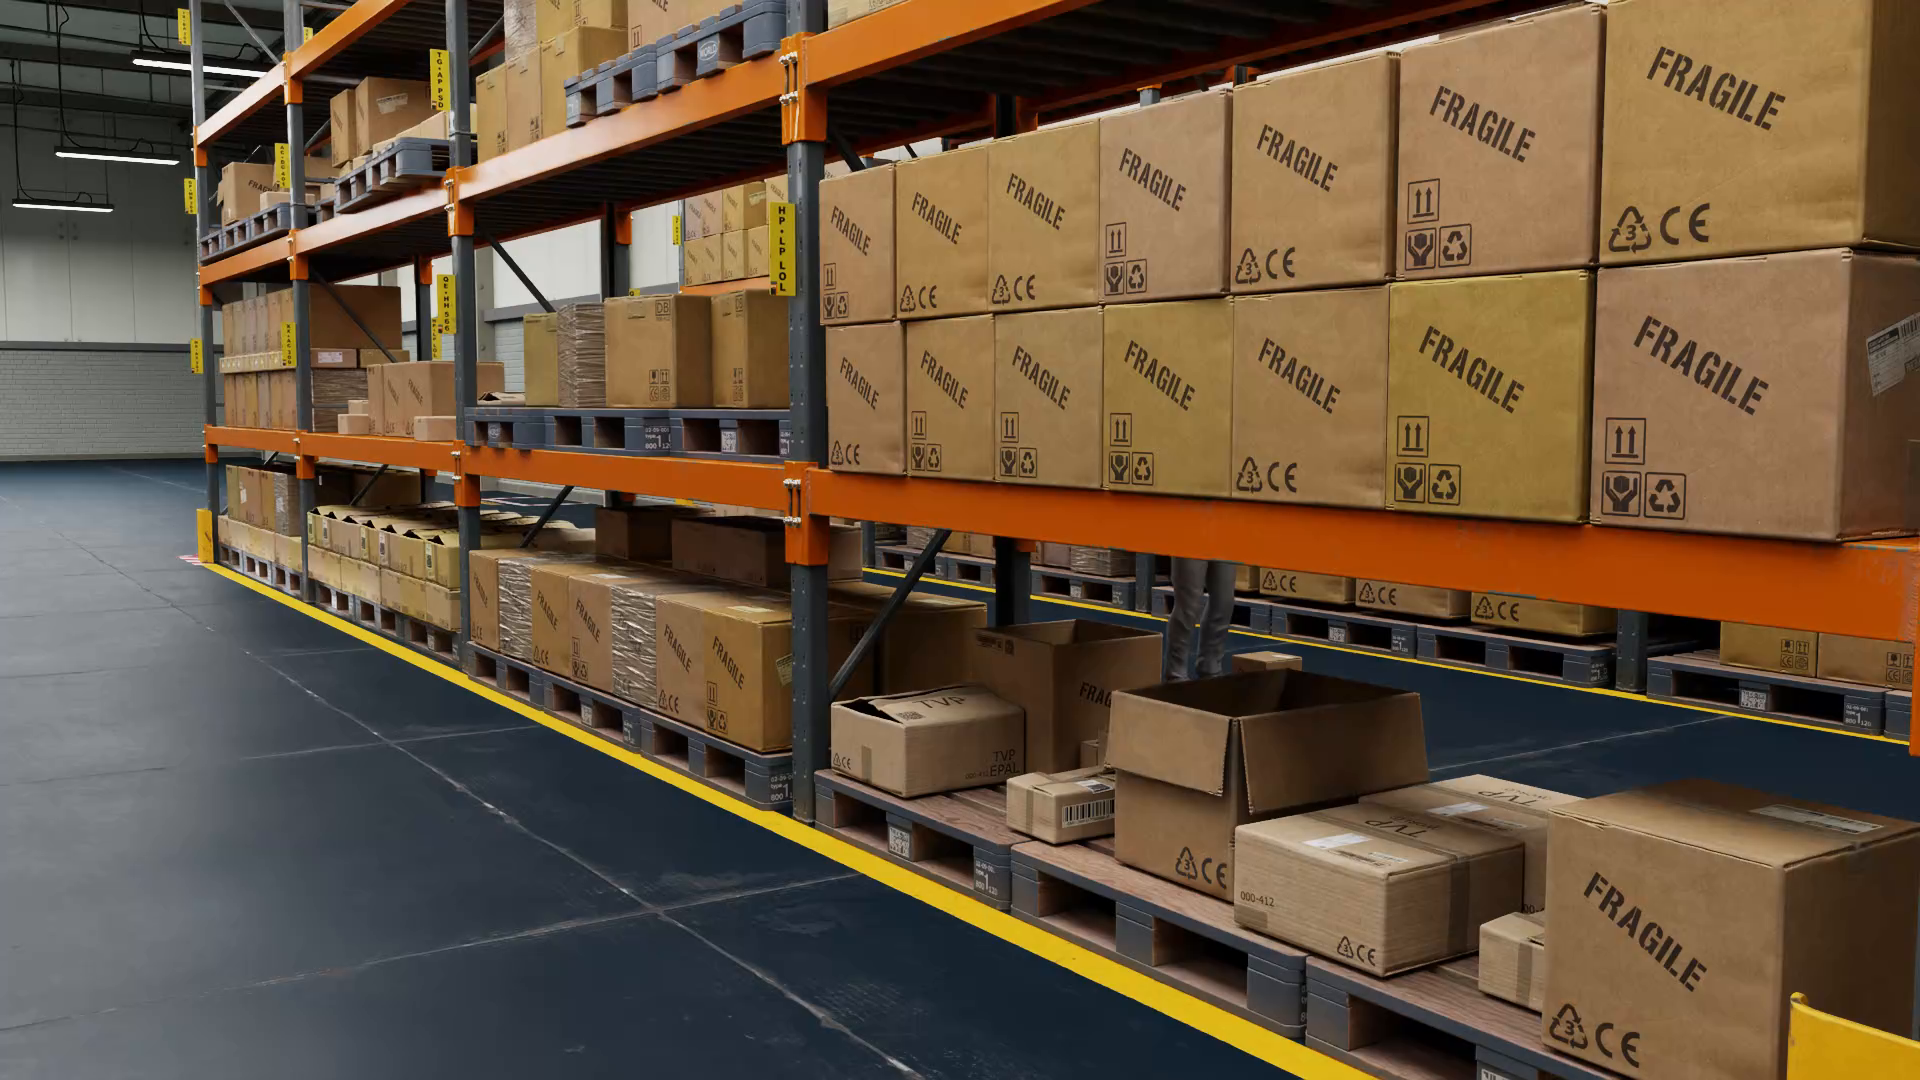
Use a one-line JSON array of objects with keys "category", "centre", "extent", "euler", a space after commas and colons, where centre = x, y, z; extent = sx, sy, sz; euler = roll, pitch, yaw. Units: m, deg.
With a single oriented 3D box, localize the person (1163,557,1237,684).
[{"category": "person", "centre": [1.308, -0.022, 8.825], "extent": [0.437, 1.671, 0.341], "euler": [-3, 6, -32]}]
